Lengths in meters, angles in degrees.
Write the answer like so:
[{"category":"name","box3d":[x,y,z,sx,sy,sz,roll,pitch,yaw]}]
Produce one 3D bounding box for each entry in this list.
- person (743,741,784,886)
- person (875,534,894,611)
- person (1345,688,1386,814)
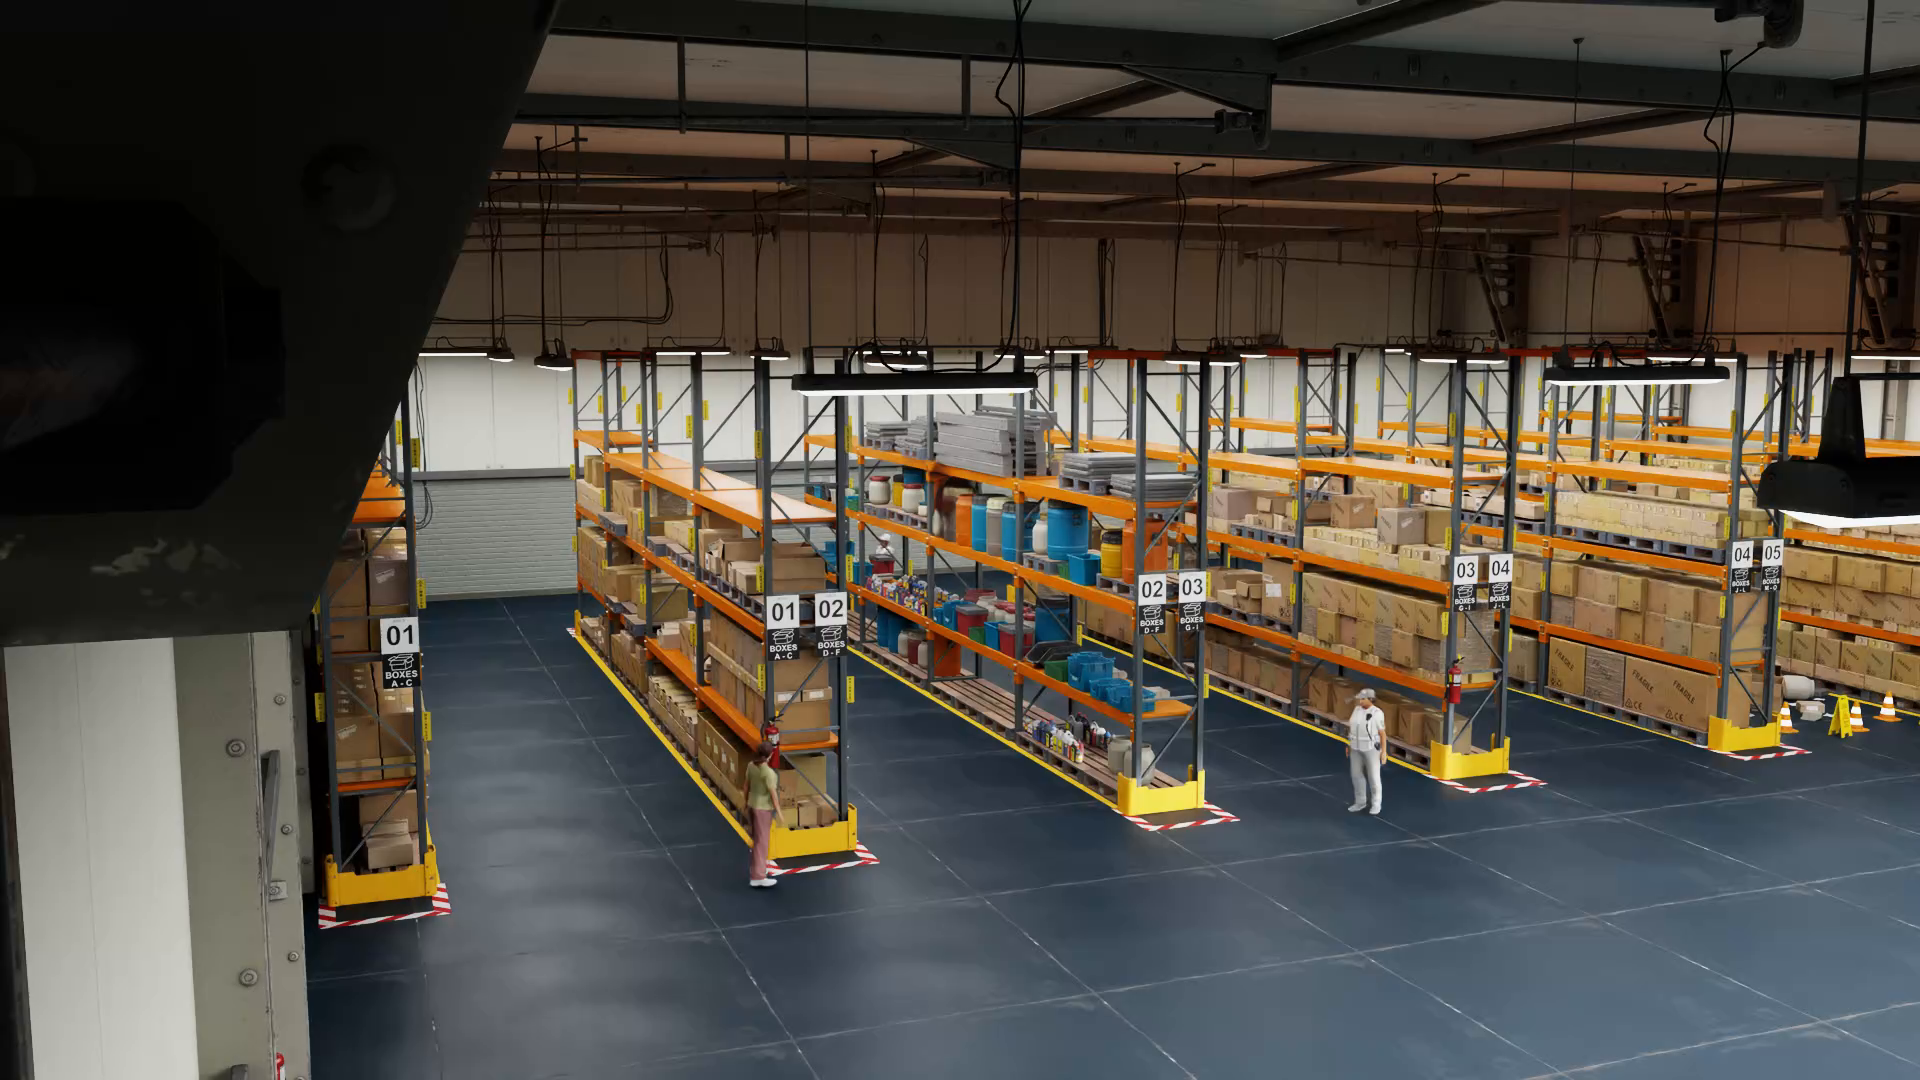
[{"category":"person","box3d":[-2.295,3.140,19.222,0.484,1.706,0.630,-4,8,-32]},{"category":"person","box3d":[-1.756,0.736,37.845,0.421,1.782,0.653,-4,8,-31]},{"category":"person","box3d":[5.370,2.795,21.987,0.416,1.703,0.602,-7,10,-44]}]
